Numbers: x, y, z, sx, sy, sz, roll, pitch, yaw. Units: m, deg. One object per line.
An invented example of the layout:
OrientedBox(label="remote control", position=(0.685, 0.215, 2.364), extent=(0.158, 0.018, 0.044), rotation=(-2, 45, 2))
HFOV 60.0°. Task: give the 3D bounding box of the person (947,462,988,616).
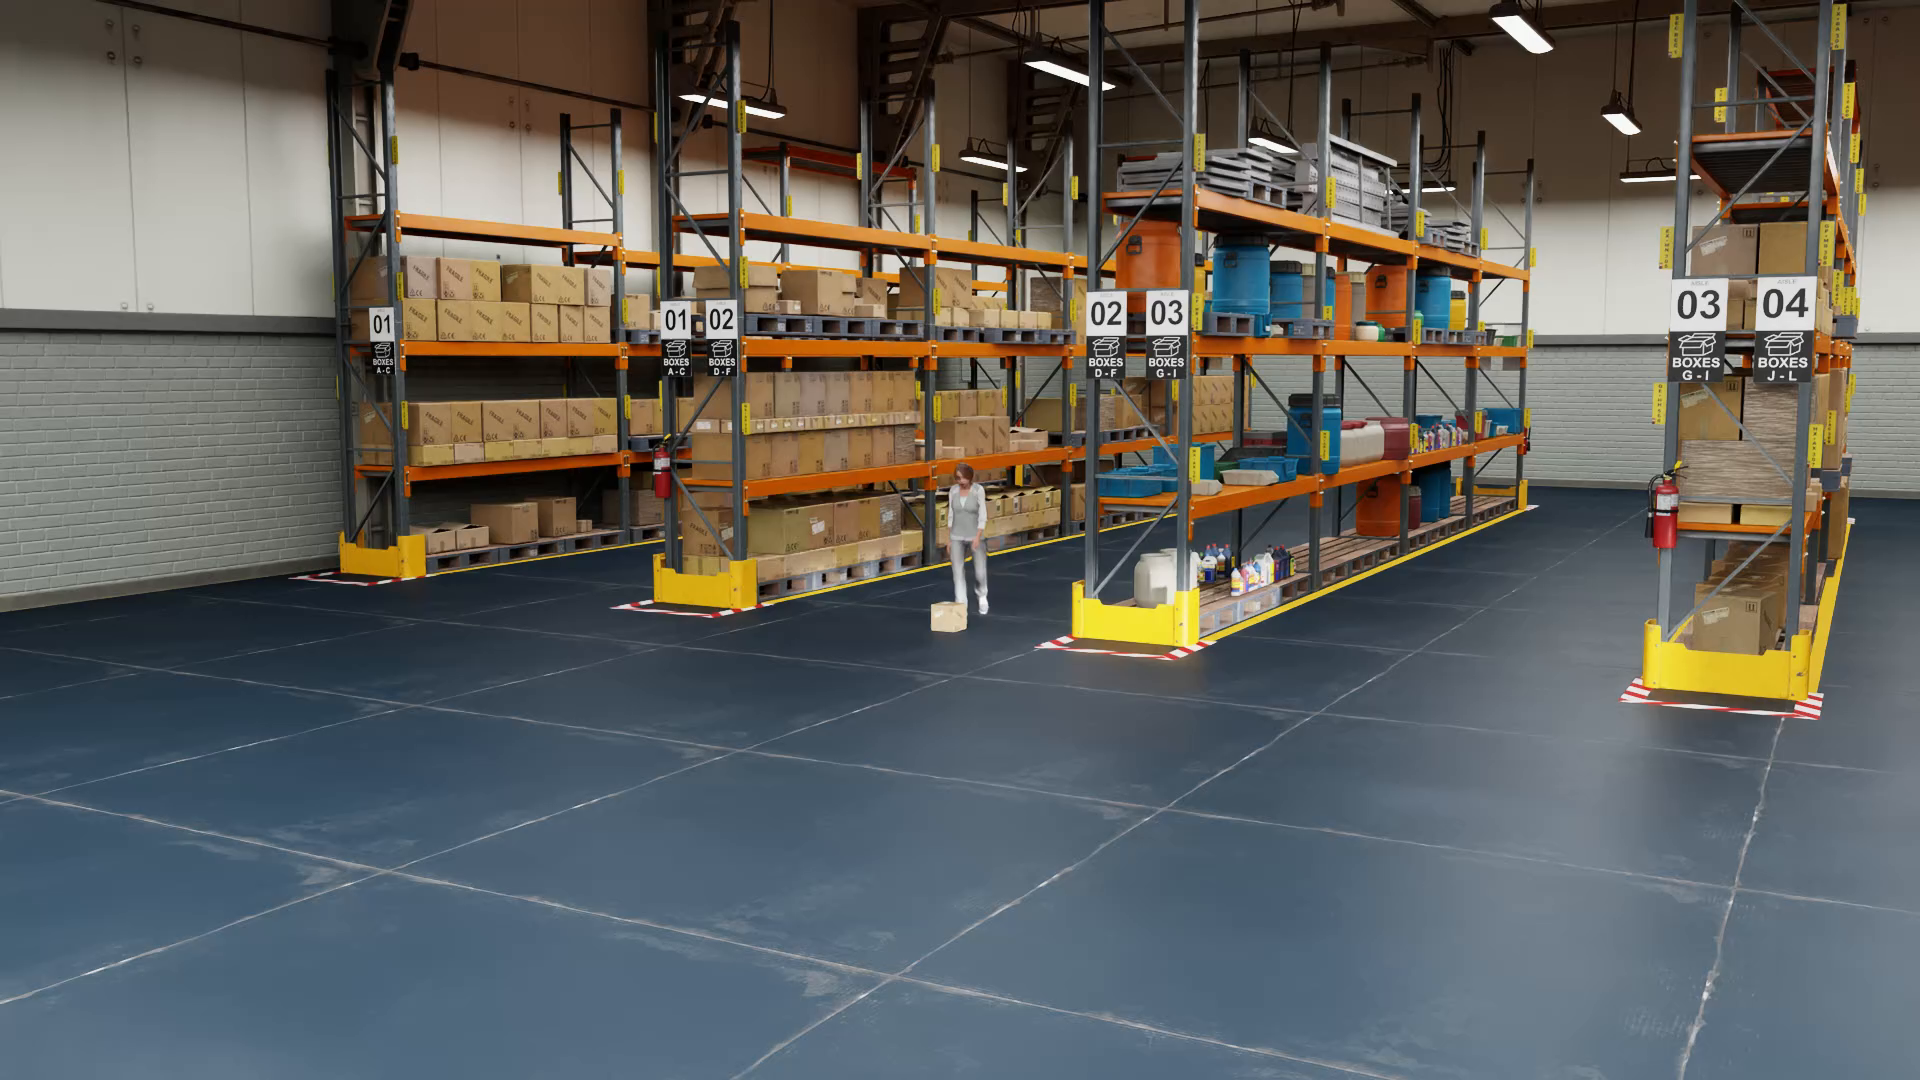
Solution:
OrientedBox(label="person", position=(0.084, 0.023, 16.300), extent=(0.419, 1.573, 0.641), rotation=(2, 6, 14))
